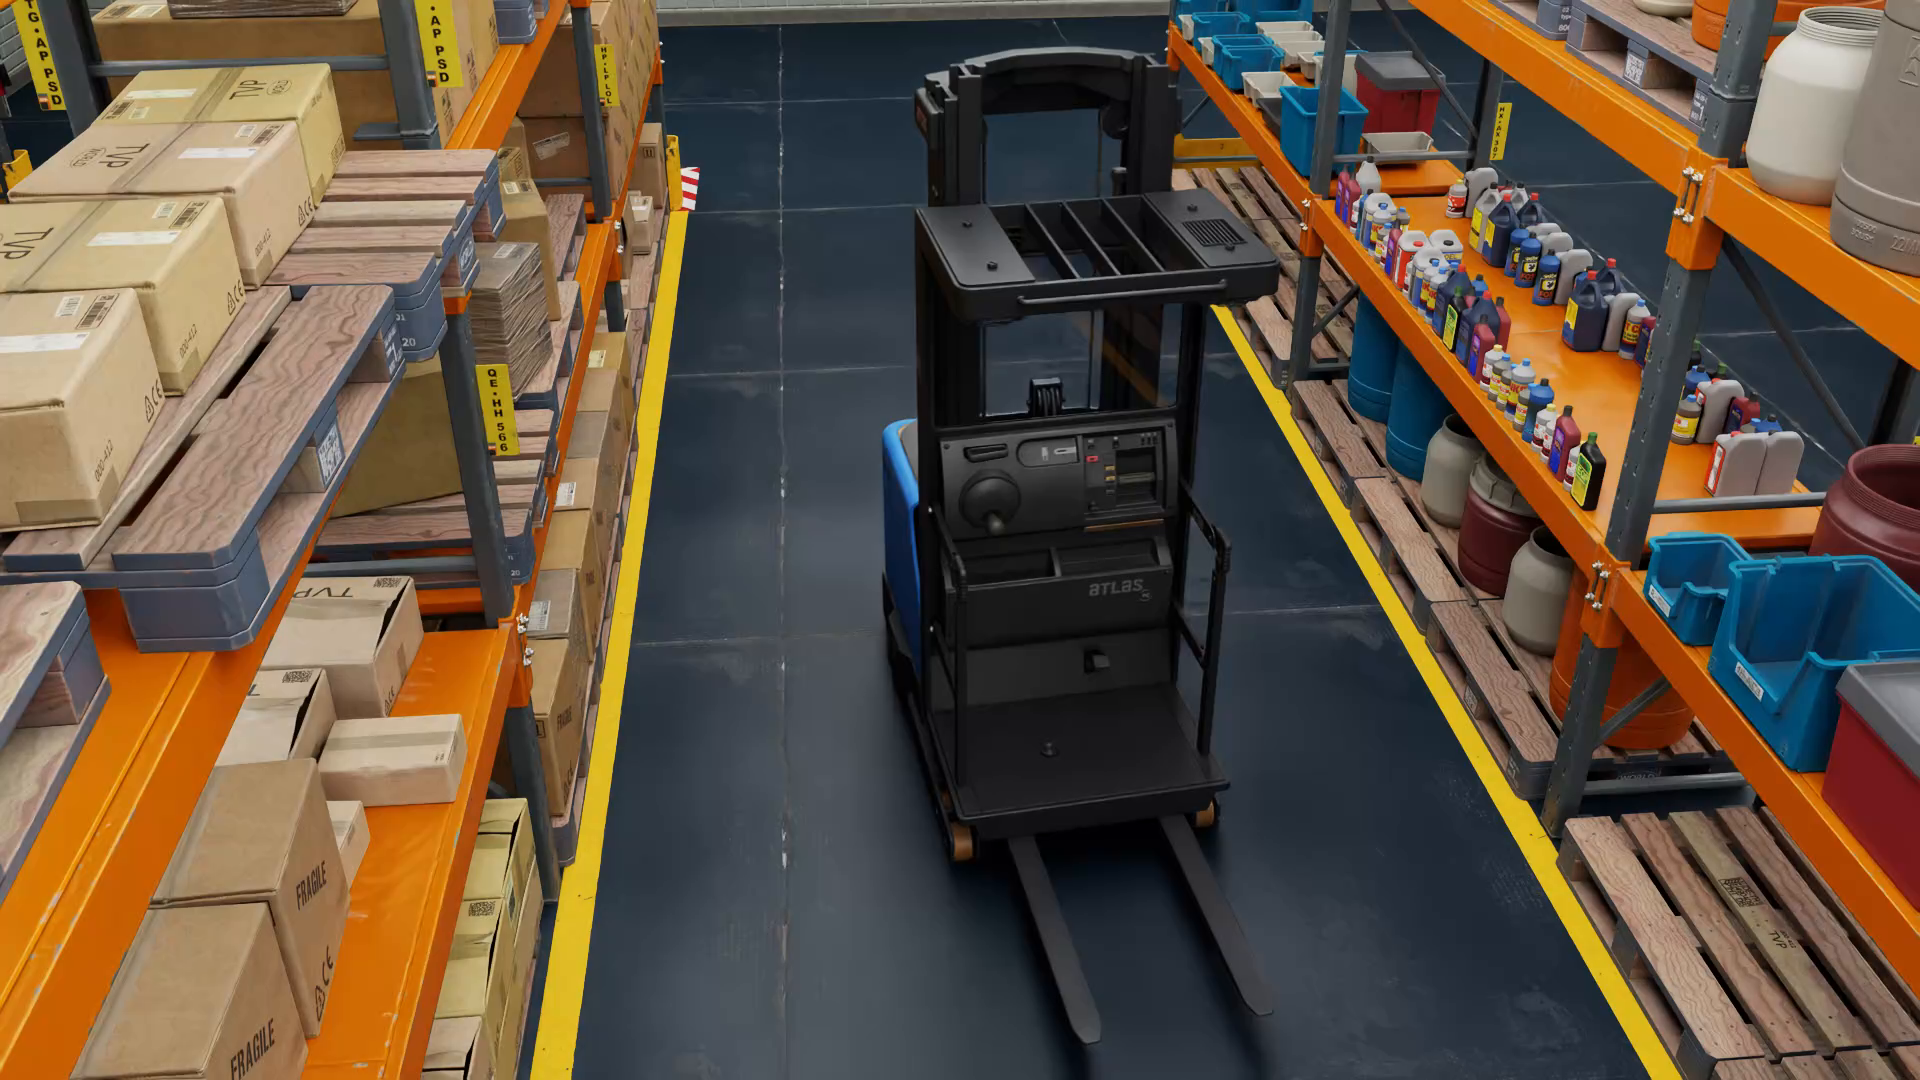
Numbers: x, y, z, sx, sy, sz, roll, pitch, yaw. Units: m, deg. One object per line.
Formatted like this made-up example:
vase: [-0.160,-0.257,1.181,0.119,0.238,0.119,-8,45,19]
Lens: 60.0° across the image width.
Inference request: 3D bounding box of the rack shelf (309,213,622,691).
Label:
rack shelf: [-2.238,-0.607,7.542,1.077,0.370,4.000,-3,31,-5]

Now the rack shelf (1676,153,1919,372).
rack shelf: [3.068,-0.088,3.748,1.077,0.370,4.000,-3,31,-5]

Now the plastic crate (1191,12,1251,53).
plastic crate: [1.890,-3.690,12.107,0.416,0.233,0.300,-3,31,-5]

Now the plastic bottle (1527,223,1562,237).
plastic bottle: [2.947,-1.489,8.439,0.152,0.276,0.135,-3,31,-5]

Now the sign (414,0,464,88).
sign: [-1.498,-1.460,4.763,0.100,0.325,0.005,-3,31,-5]

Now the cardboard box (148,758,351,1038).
cardboard box: [-1.878,0.919,4.189,0.500,0.500,0.500,-4,31,-7]

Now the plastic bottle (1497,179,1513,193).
plastic bottle: [2.933,-1.820,8.986,0.061,0.283,0.133,-3,31,-5]

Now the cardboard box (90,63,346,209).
cardboard box: [-1.953,-1.069,4.426,0.500,0.250,0.500,-5,31,-8]

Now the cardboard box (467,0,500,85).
cardboard box: [-2.222,-1.972,6.104,0.910,0.500,0.500,-3,31,-5]

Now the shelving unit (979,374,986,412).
shelving unit: [-0.001,-0.390,8.526,0.258,0.900,0.210,-3,31,-5]

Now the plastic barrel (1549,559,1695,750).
plastic barrel: [2.818,0.373,6.908,0.600,0.830,0.708,-3,31,-5]

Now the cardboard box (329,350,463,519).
cardboard box: [-2.222,-0.434,6.044,0.700,0.500,0.500,-13,33,-21]

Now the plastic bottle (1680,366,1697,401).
plastic bottle: [3.123,-0.646,7.100,0.097,0.201,0.097,0,31,0]

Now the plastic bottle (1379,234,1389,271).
plastic bottle: [2.207,-1.485,8.505,0.097,0.201,0.097,0,31,0]

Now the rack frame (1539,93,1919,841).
rack frame: [2.881,-0.130,6.042,1.000,3.000,0.127,-3,31,-5]

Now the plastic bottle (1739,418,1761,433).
plastic bottle: [3.170,-0.391,6.673,0.097,0.201,0.097,0,31,0]

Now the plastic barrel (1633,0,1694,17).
plastic barrel: [2.635,-2.079,6.105,0.301,0.262,0.301,0,31,0]

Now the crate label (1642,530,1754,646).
crate label: [2.547,0.175,5.695,0.303,0.233,0.416,-3,31,-5]

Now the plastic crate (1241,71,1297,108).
plastic crate: [2.045,-2.959,10.978,0.293,0.136,0.466,-3,31,-5]

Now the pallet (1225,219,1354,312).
pallet: [2.283,-1.973,11.847,1.003,0.211,1.213,-3,31,-5]

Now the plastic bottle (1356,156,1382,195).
plastic bottle: [2.221,-1.935,9.112,0.144,0.351,0.185,-3,31,-5]

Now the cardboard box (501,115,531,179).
cardboard box: [-2.603,-1.907,8.511,0.700,0.500,0.500,-13,33,-21]

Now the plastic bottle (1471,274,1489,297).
plastic bottle: [2.425,-1.118,7.822,0.097,0.271,0.097,0,31,0]

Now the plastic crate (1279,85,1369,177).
plastic crate: [2.124,-2.413,9.821,0.392,0.384,0.575,-3,31,-5]

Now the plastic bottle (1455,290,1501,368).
plastic bottle: [2.338,-0.961,7.482,0.144,0.351,0.185,-3,31,-5]

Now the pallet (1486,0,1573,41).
pallet: [2.787,-2.404,7.109,1.003,0.211,1.213,-3,31,-5]

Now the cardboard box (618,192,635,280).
cardboard box: [-2.605,-2.013,11.200,0.797,0.503,0.637,-3,31,-5]

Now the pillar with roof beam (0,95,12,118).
pillar with roof beam: [-4.557,-7.858,13.131,9.100,9.000,0.400,-3,31,-5]

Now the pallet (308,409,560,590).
pallet: [-2.184,-0.155,6.271,1.213,0.211,1.003,-3,31,-5]

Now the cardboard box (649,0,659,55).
cardboard box: [-2.486,-3.806,12.099,0.500,0.500,0.500,-2,31,-3]

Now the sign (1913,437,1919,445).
sign: [3.428,-0.230,6.050,0.100,0.325,0.005,-3,31,-5]

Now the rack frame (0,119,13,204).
rack frame: [-7.730,-3.739,12.085,1.000,3.000,0.127,-3,31,-5]

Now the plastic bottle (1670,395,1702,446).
plastic bottle: [2.997,-0.502,6.858,0.097,0.201,0.097,0,31,0]

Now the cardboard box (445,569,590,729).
cardboard box: [-1.864,0.477,7.035,0.500,0.500,0.500,-4,31,-6]

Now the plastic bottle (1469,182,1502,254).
plastic bottle: [2.775,-1.690,8.703,0.144,0.351,0.185,-3,31,-5]

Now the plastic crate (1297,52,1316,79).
plastic crate: [2.499,-3.279,11.513,0.298,0.136,0.250,-3,31,-5]

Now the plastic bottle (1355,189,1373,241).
plastic bottle: [2.167,-1.733,8.852,0.097,0.271,0.097,0,31,0]

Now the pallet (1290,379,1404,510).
pallet: [2.538,-0.579,9.513,1.003,0.211,1.213,-3,31,-5]

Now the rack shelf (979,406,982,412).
rack shelf: [-0.001,-0.594,8.405,0.258,0.077,0.200,-3,31,-5]

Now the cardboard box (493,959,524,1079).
cardboard box: [-1.707,1.626,5.375,0.500,0.250,0.500,-3,31,-5]

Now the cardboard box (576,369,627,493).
cardboard box: [-2.055,-0.561,8.773,0.500,0.500,0.500,-3,31,-4]

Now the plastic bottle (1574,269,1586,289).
plastic bottle: [3.020,-1.212,8.048,0.097,0.201,0.097,0,31,0]

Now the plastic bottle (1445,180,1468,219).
plastic bottle: [2.744,-1.885,9.175,0.097,0.201,0.097,0,31,0]

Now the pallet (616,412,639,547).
pallet: [-2.311,-0.326,9.090,1.003,0.211,1.213,-3,31,-5]

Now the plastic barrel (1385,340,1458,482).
plastic barrel: [2.607,-0.811,8.820,0.600,0.901,0.708,-3,31,-5]

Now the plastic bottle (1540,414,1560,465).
plastic bottle: [2.404,-0.408,6.702,0.097,0.201,0.097,0,31,0]

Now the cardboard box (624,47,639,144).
cardboard box: [-2.297,-2.769,10.364,0.500,0.500,0.500,-3,31,-5]

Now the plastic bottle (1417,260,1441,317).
plastic bottle: [2.263,-1.210,7.977,0.097,0.271,0.097,0,31,0]

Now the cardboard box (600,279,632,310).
cardboard box: [-2.339,-1.575,10.795,0.380,0.166,0.250,-3,31,-5]

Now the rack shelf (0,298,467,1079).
rack shelf: [-1.864,0.148,3.354,1.077,0.370,4.000,-3,31,-5]

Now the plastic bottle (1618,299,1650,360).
plastic bottle: [3.071,-0.961,7.559,0.097,0.271,0.097,0,31,0]

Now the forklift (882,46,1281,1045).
forklift: [0.431,-0.190,6.210,1.130,2.935,3.031,-6,31,-10]

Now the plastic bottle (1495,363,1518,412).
plastic bottle: [2.359,-0.657,7.118,0.097,0.201,0.097,0,31,0]

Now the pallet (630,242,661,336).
pallet: [-2.605,-1.714,11.414,1.003,0.211,1.213,-3,31,-5]

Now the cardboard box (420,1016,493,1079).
cardboard box: [-1.657,1.644,4.798,0.500,0.311,0.500,-3,31,-5]

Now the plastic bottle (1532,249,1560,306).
plastic bottle: [2.859,-1.284,8.101,0.097,0.271,0.097,0,31,0]

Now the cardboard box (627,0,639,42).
cardboard box: [-2.334,-3.452,10.532,0.500,0.500,0.500,-2,31,-3]
